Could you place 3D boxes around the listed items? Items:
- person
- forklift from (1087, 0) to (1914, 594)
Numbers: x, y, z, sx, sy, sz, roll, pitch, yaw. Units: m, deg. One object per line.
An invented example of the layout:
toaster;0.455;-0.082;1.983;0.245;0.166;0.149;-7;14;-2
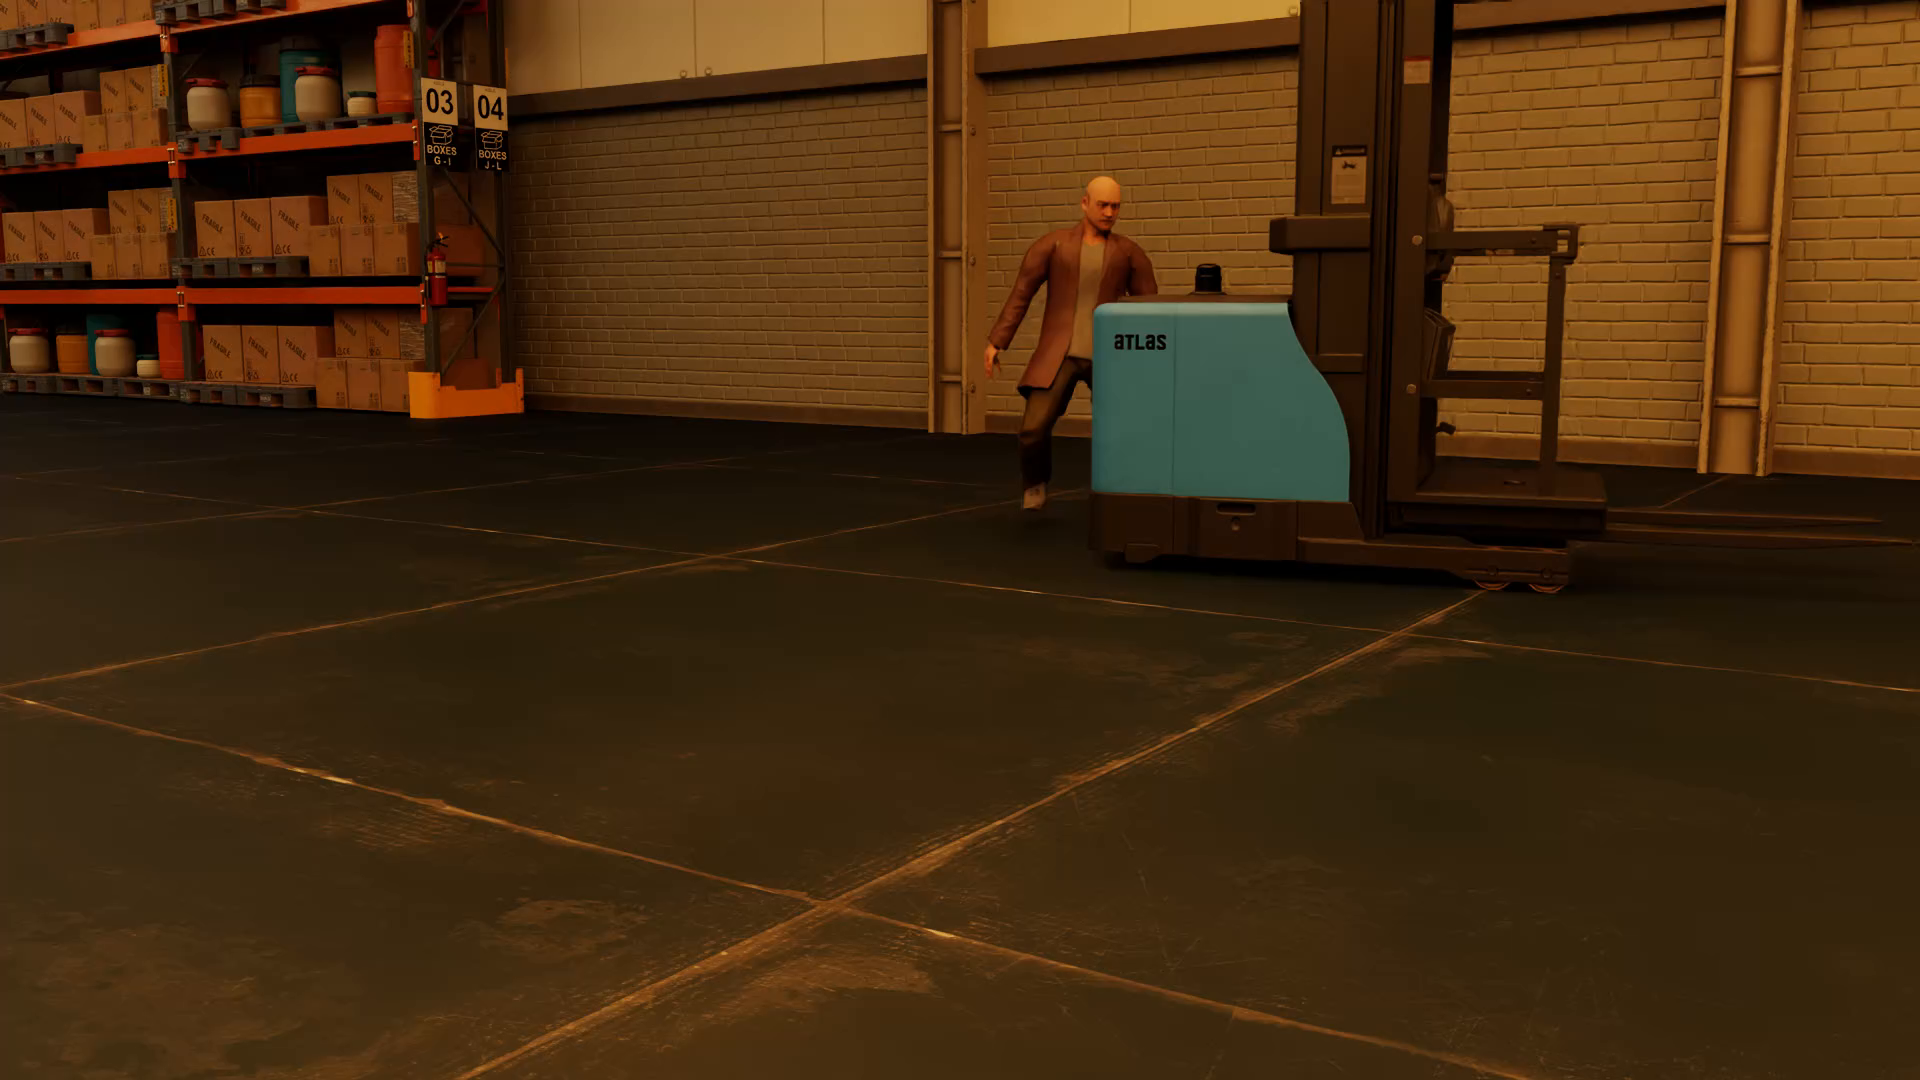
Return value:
person;0.588;-0.901;8.038;0.950;1.681;0.558;0;8;3
forklift;2.098;-1.335;6.583;3.031;2.935;1.130;3;9;19
